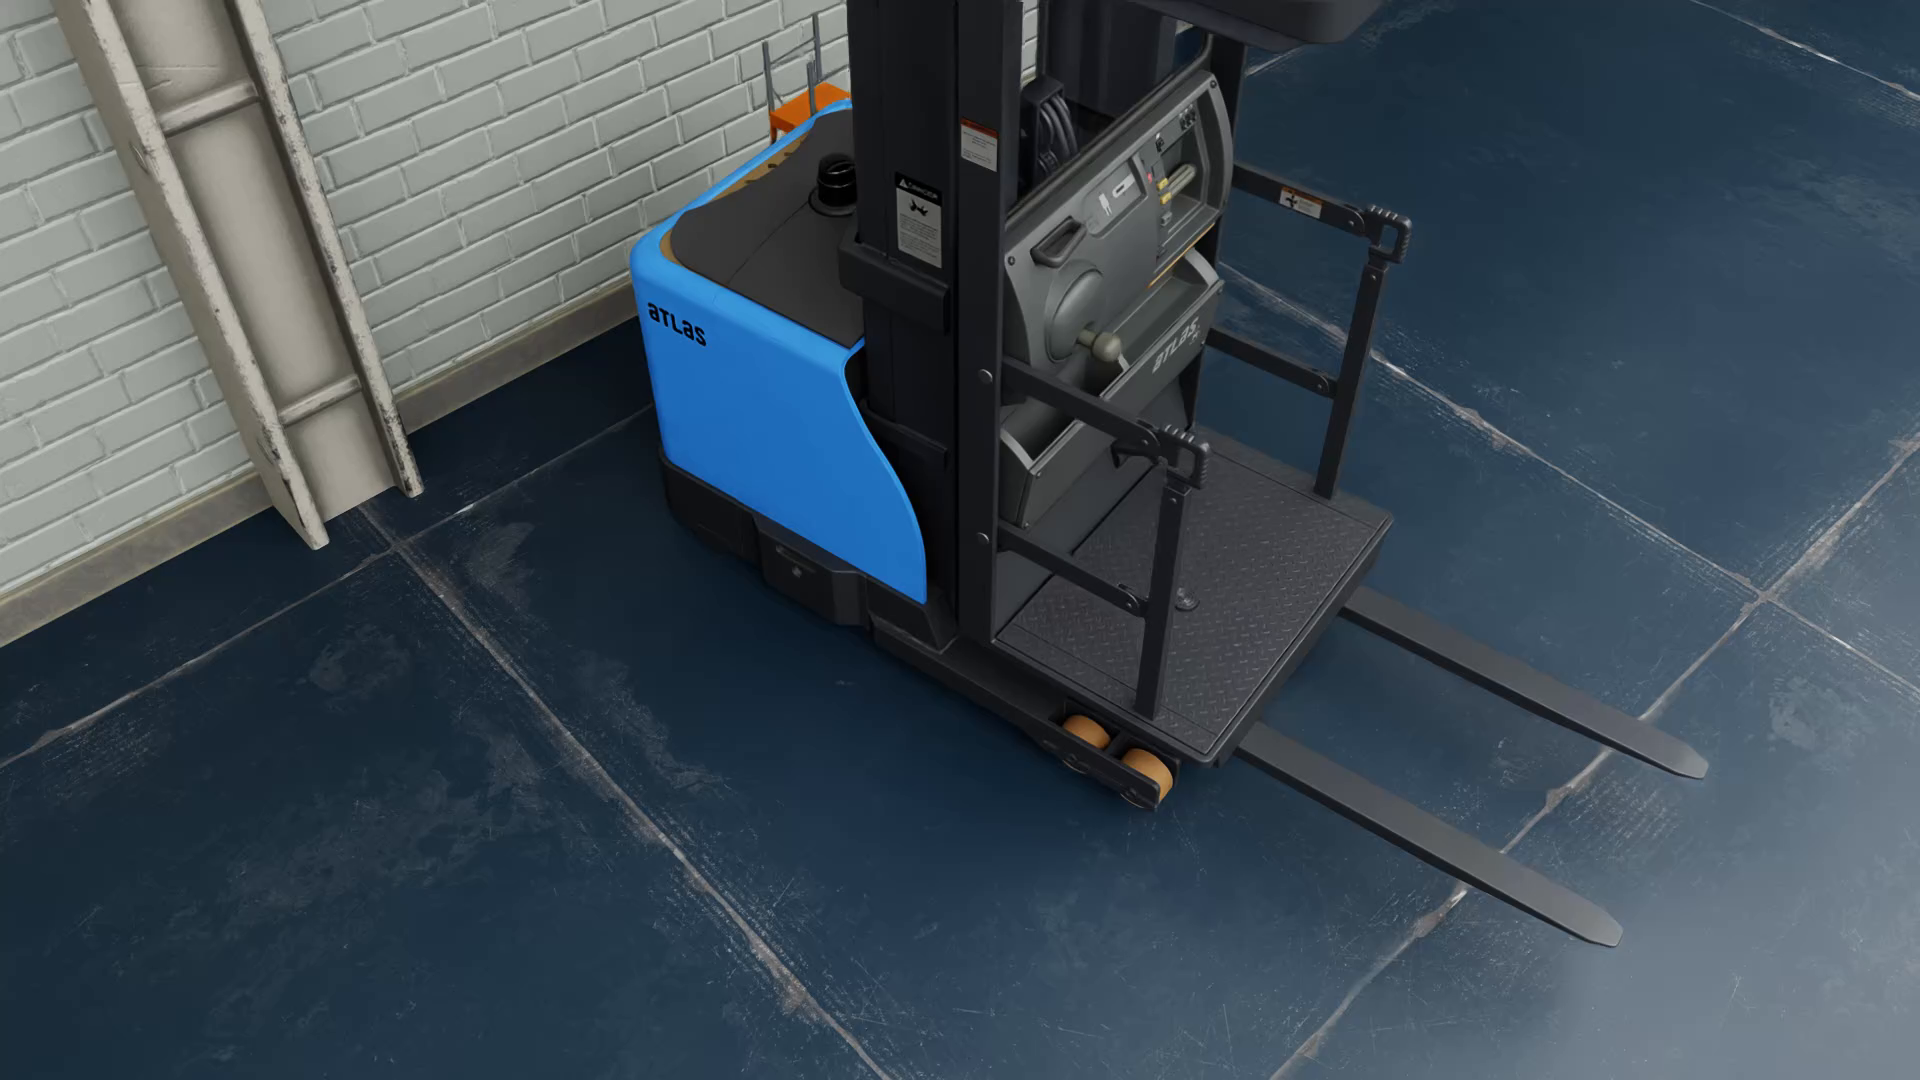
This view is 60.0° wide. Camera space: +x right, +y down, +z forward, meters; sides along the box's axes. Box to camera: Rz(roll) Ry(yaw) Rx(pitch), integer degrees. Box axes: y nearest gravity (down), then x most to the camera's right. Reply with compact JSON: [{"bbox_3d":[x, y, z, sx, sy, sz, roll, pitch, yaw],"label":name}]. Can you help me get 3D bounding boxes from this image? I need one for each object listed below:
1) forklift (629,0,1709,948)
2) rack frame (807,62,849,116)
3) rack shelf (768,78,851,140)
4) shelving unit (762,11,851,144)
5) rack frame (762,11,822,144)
[{"bbox_3d":[0.565,-0.707,3.908,3.031,2.935,1.130,28,53,24],"label":"forklift"},{"bbox_3d":[-0.375,-1.066,5.417,0.006,1.200,0.240,31,55,26],"label":"rack frame"},{"bbox_3d":[-0.445,-1.323,5.225,0.180,0.103,0.258,31,55,26],"label":"rack shelf"},{"bbox_3d":[-0.446,-1.109,5.457,0.189,1.200,0.258,31,55,26],"label":"shelving unit"},{"bbox_3d":[-0.516,-1.152,5.496,0.006,1.200,0.240,31,55,26],"label":"rack frame"}]
